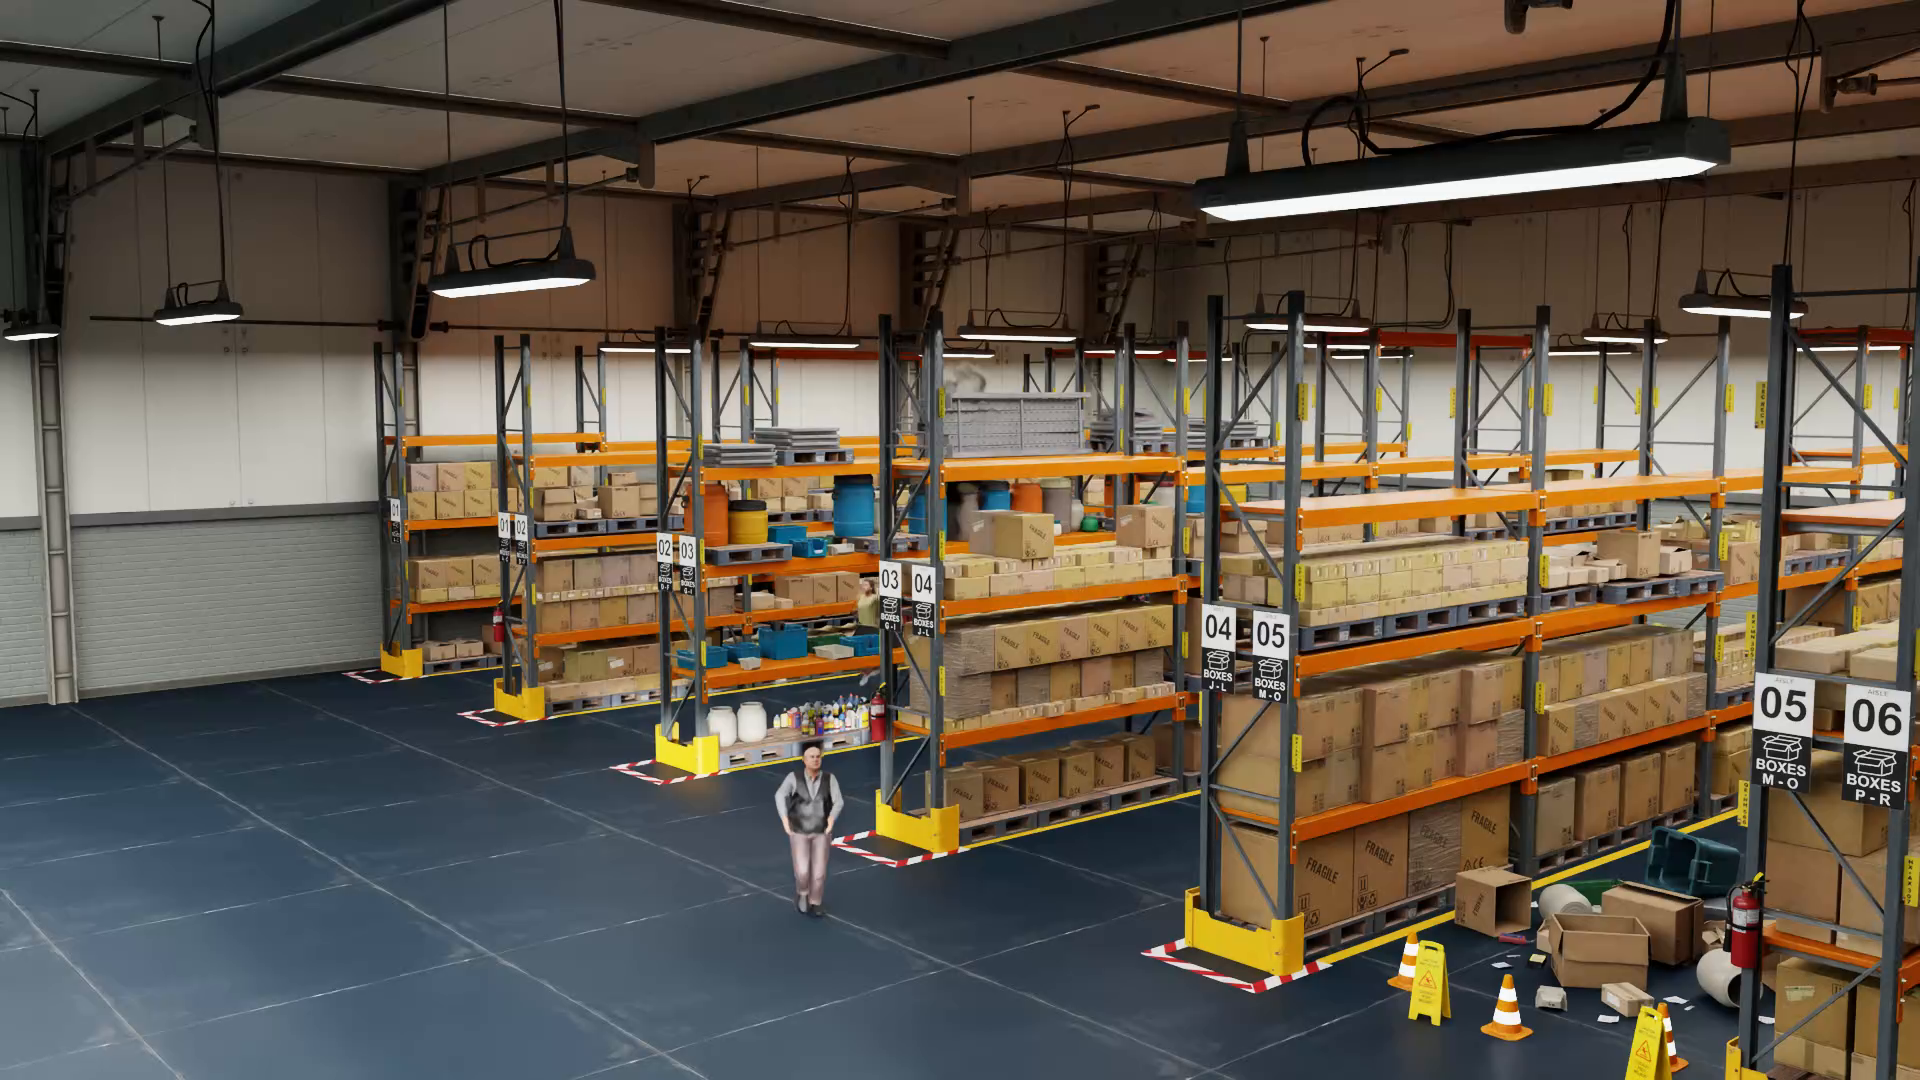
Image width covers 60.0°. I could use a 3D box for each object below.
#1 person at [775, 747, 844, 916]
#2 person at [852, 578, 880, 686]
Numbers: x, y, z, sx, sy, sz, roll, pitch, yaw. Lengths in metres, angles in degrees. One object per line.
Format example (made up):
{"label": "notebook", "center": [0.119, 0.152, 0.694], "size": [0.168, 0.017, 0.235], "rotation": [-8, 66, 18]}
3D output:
{"label": "person", "center": [-1.442, 2.852, 16.174], "size": [0.661, 1.682, 0.572], "rotation": [-1, 5, -13]}
{"label": "person", "center": [-1.534, 1.523, 27.808], "size": [0.559, 1.766, 0.673], "rotation": [5, 7, 41]}
